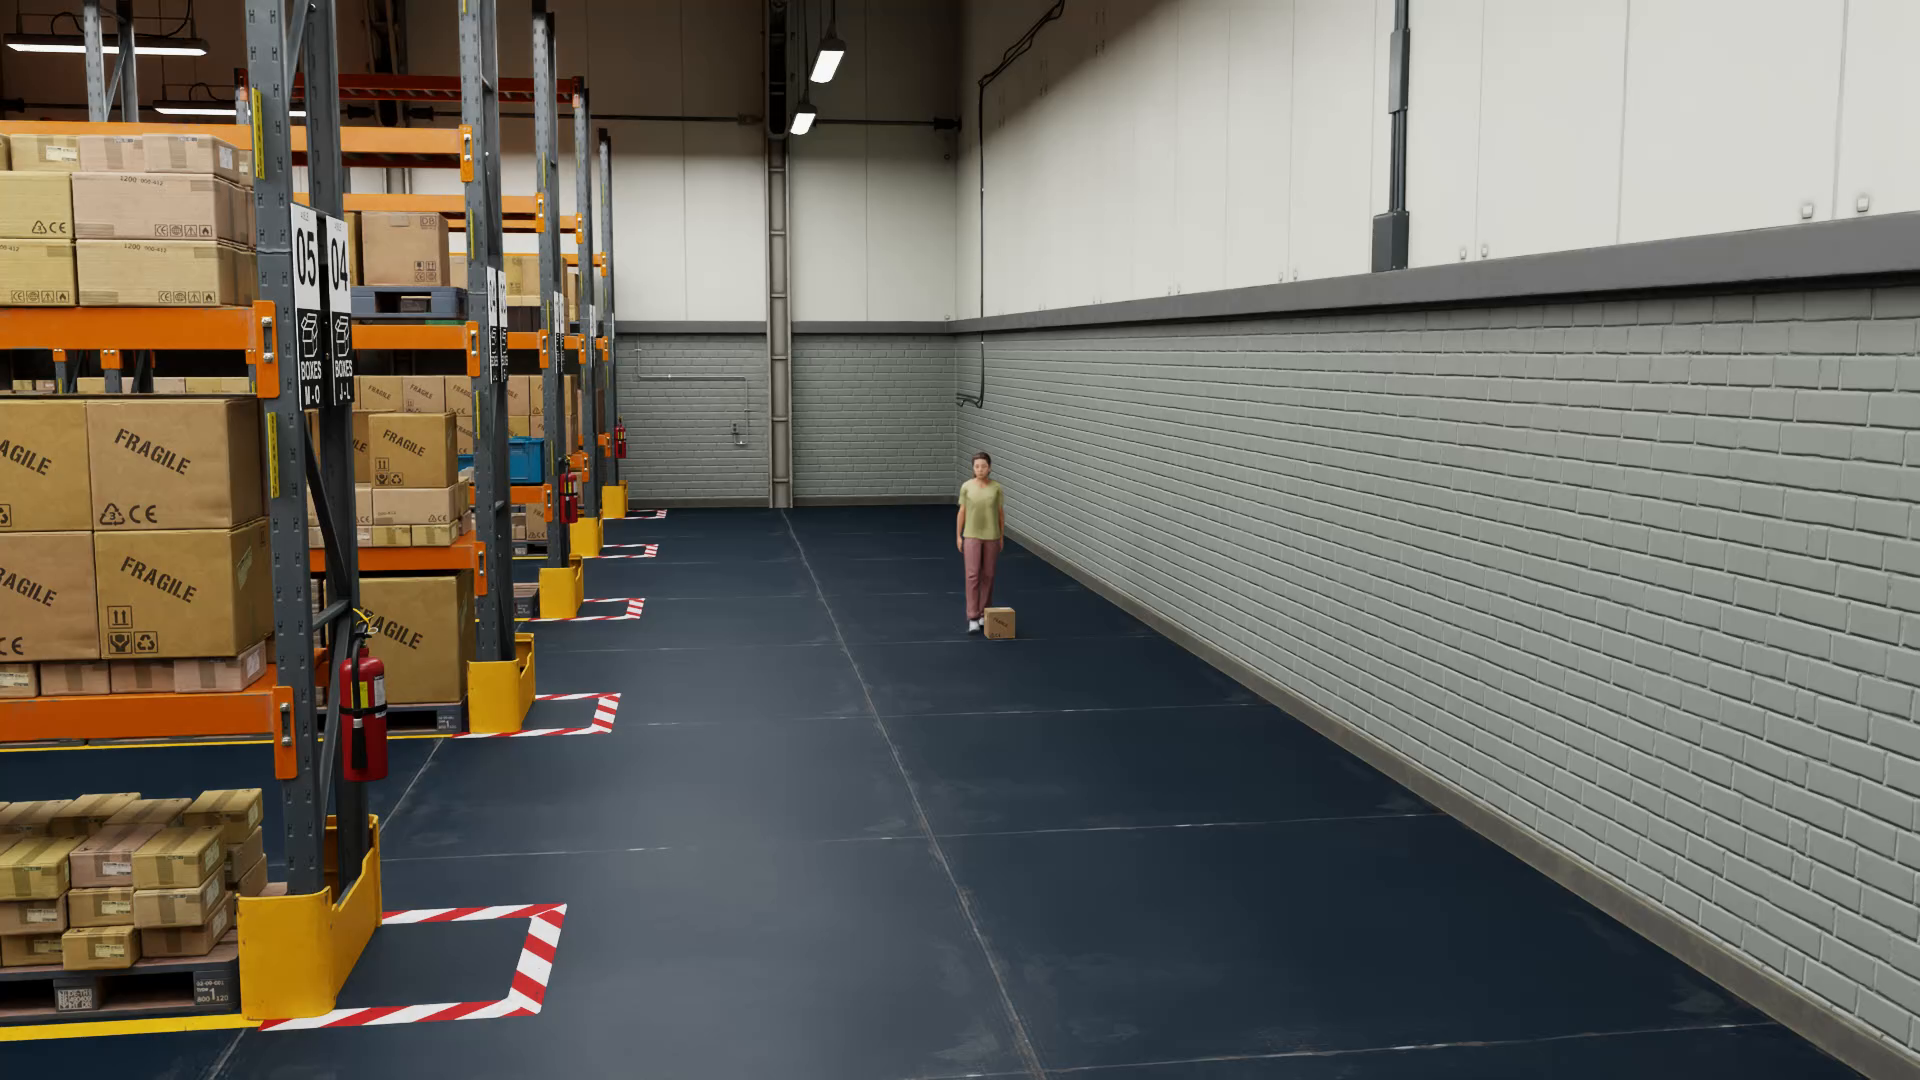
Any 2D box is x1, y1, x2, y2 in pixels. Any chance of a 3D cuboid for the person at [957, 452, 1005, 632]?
[{"bbox_3d":[0.221,0.011,15.636,0.461,1.667,0.686,-1,7,-7],"label":"person"}]
